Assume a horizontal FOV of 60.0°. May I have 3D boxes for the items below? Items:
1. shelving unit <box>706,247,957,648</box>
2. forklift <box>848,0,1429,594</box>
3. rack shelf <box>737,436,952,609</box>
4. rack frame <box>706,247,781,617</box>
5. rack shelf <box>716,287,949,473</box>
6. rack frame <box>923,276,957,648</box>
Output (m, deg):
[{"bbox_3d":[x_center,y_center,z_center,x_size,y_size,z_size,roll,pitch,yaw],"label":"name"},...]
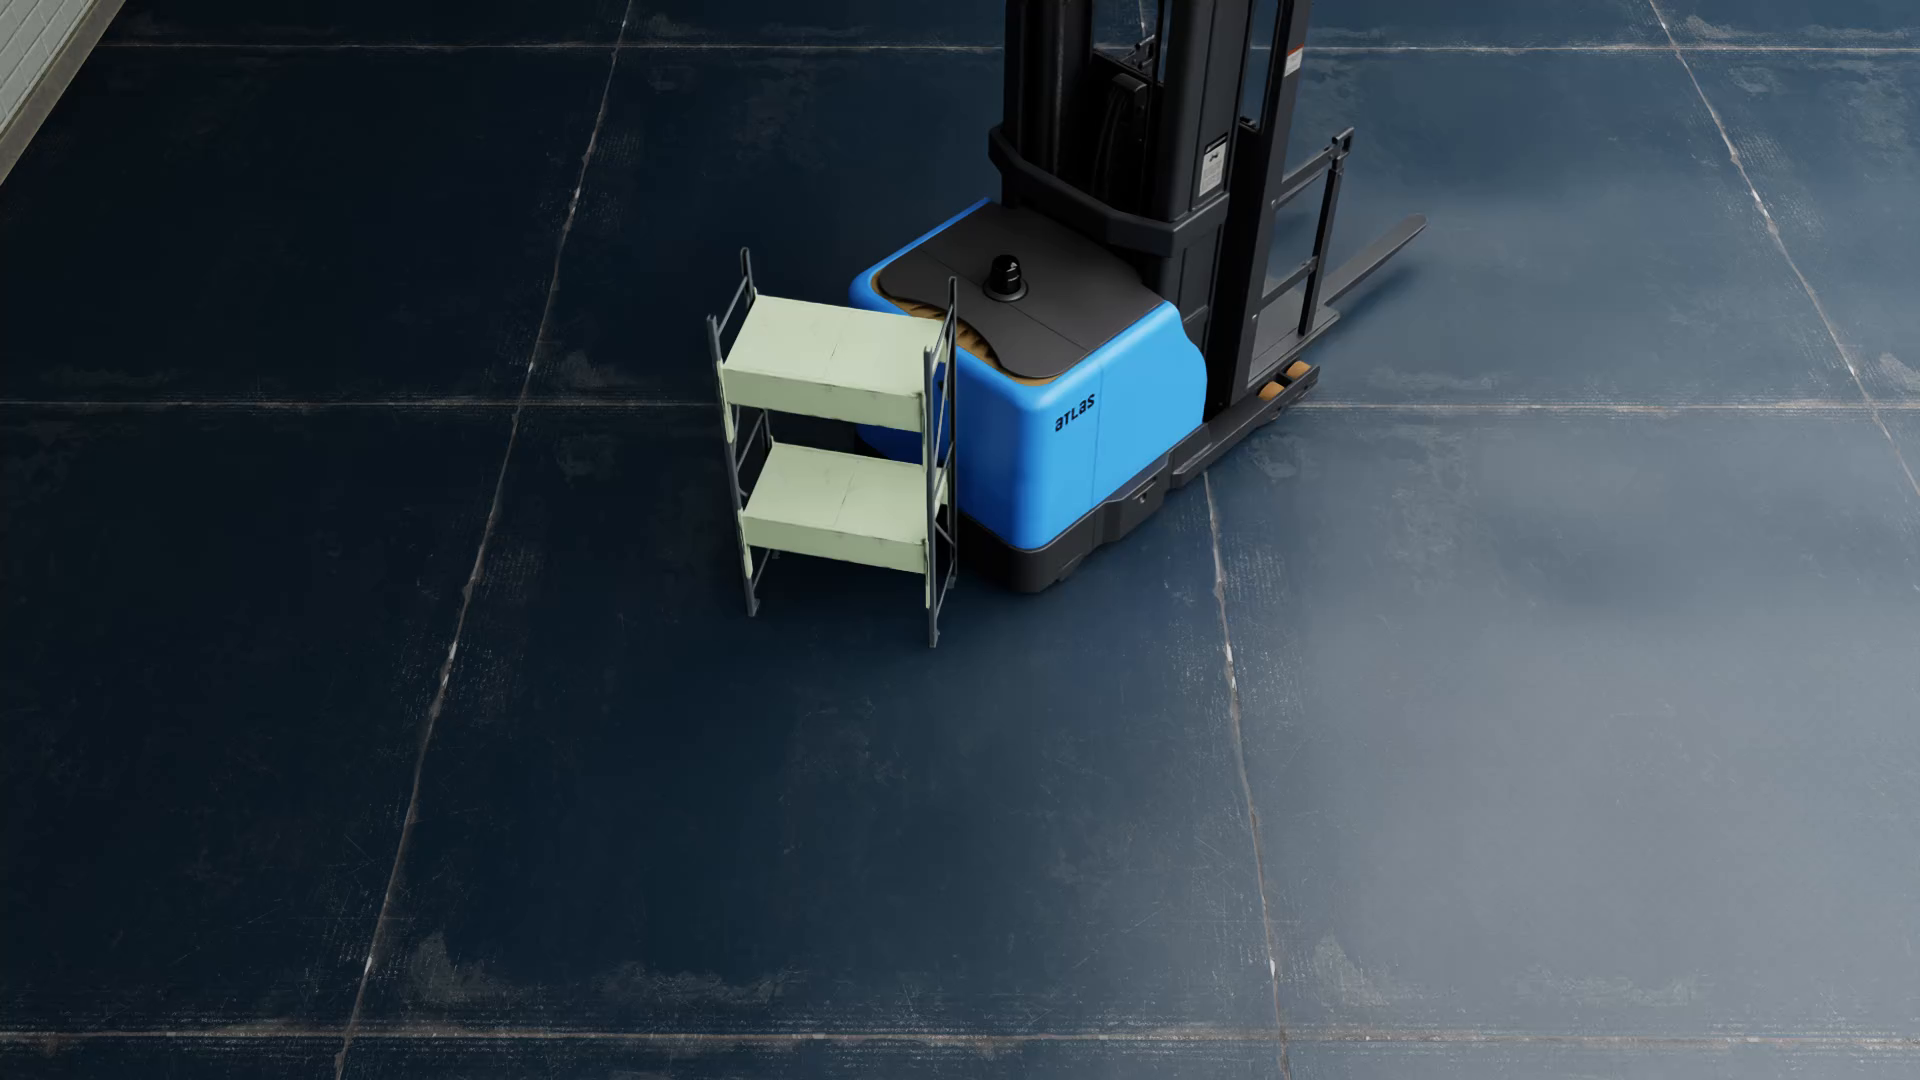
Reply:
[{"bbox_3d":[-0.422,-0.293,6.079,0.755,1.500,0.431,9,48,8],"label":"shelving unit"},{"bbox_3d":[0.949,-1.766,6.472,1.130,2.935,3.031,36,56,28],"label":"forklift"},{"bbox_3d":[-0.422,-0.071,6.318,0.720,0.370,0.431,9,48,8],"label":"rack shelf"},{"bbox_3d":[-0.779,-0.351,6.133,0.023,1.500,0.400,9,48,8],"label":"rack frame"},{"bbox_3d":[-0.422,-0.559,5.793,0.720,0.370,0.431,9,48,8],"label":"rack shelf"},{"bbox_3d":[-0.065,-0.235,6.025,0.023,1.500,0.400,9,48,8],"label":"rack frame"}]
